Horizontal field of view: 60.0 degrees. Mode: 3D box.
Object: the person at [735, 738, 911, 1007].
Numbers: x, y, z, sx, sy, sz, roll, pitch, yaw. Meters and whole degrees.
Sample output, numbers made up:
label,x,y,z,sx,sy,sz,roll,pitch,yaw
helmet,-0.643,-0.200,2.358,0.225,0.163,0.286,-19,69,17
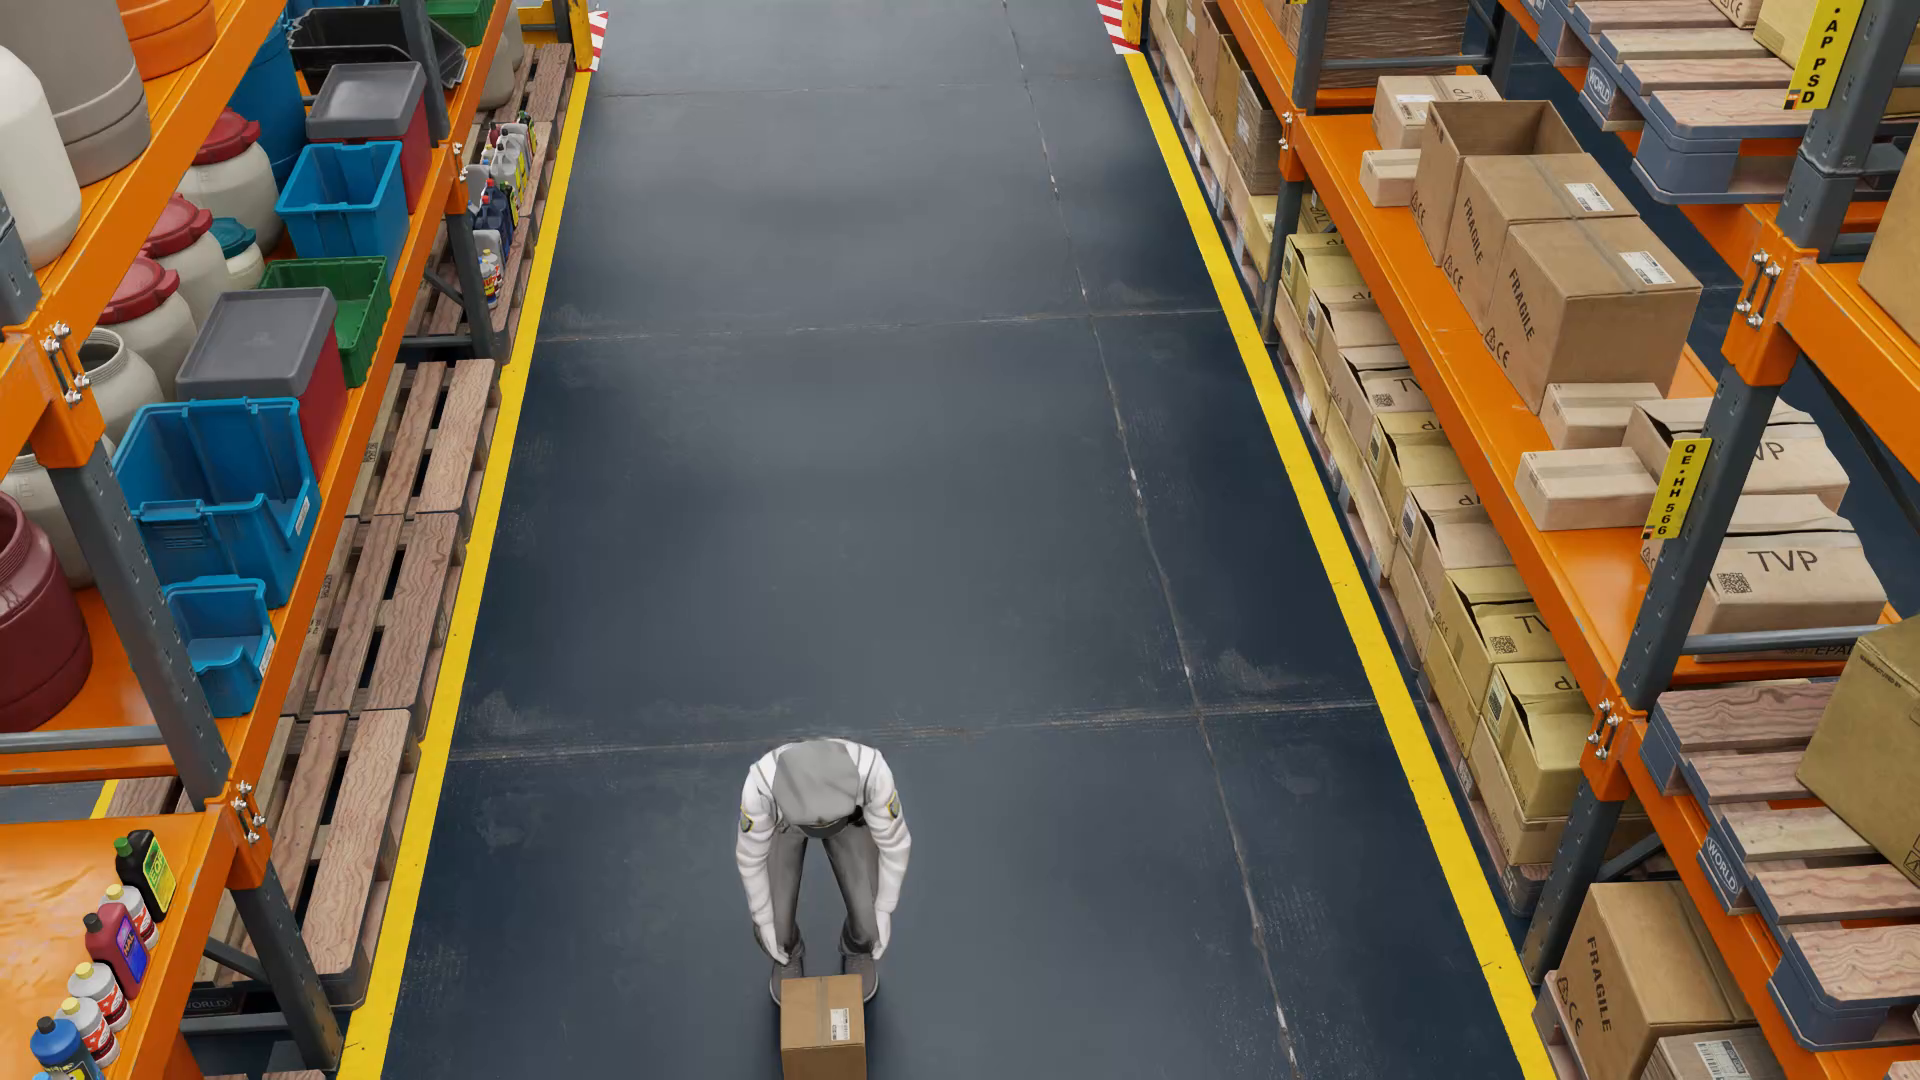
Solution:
label,x,y,z,sx,sy,sz,roll,pitch,yaw
person,-0.421,0.997,5.194,0.535,1.349,0.723,-3,39,-4
